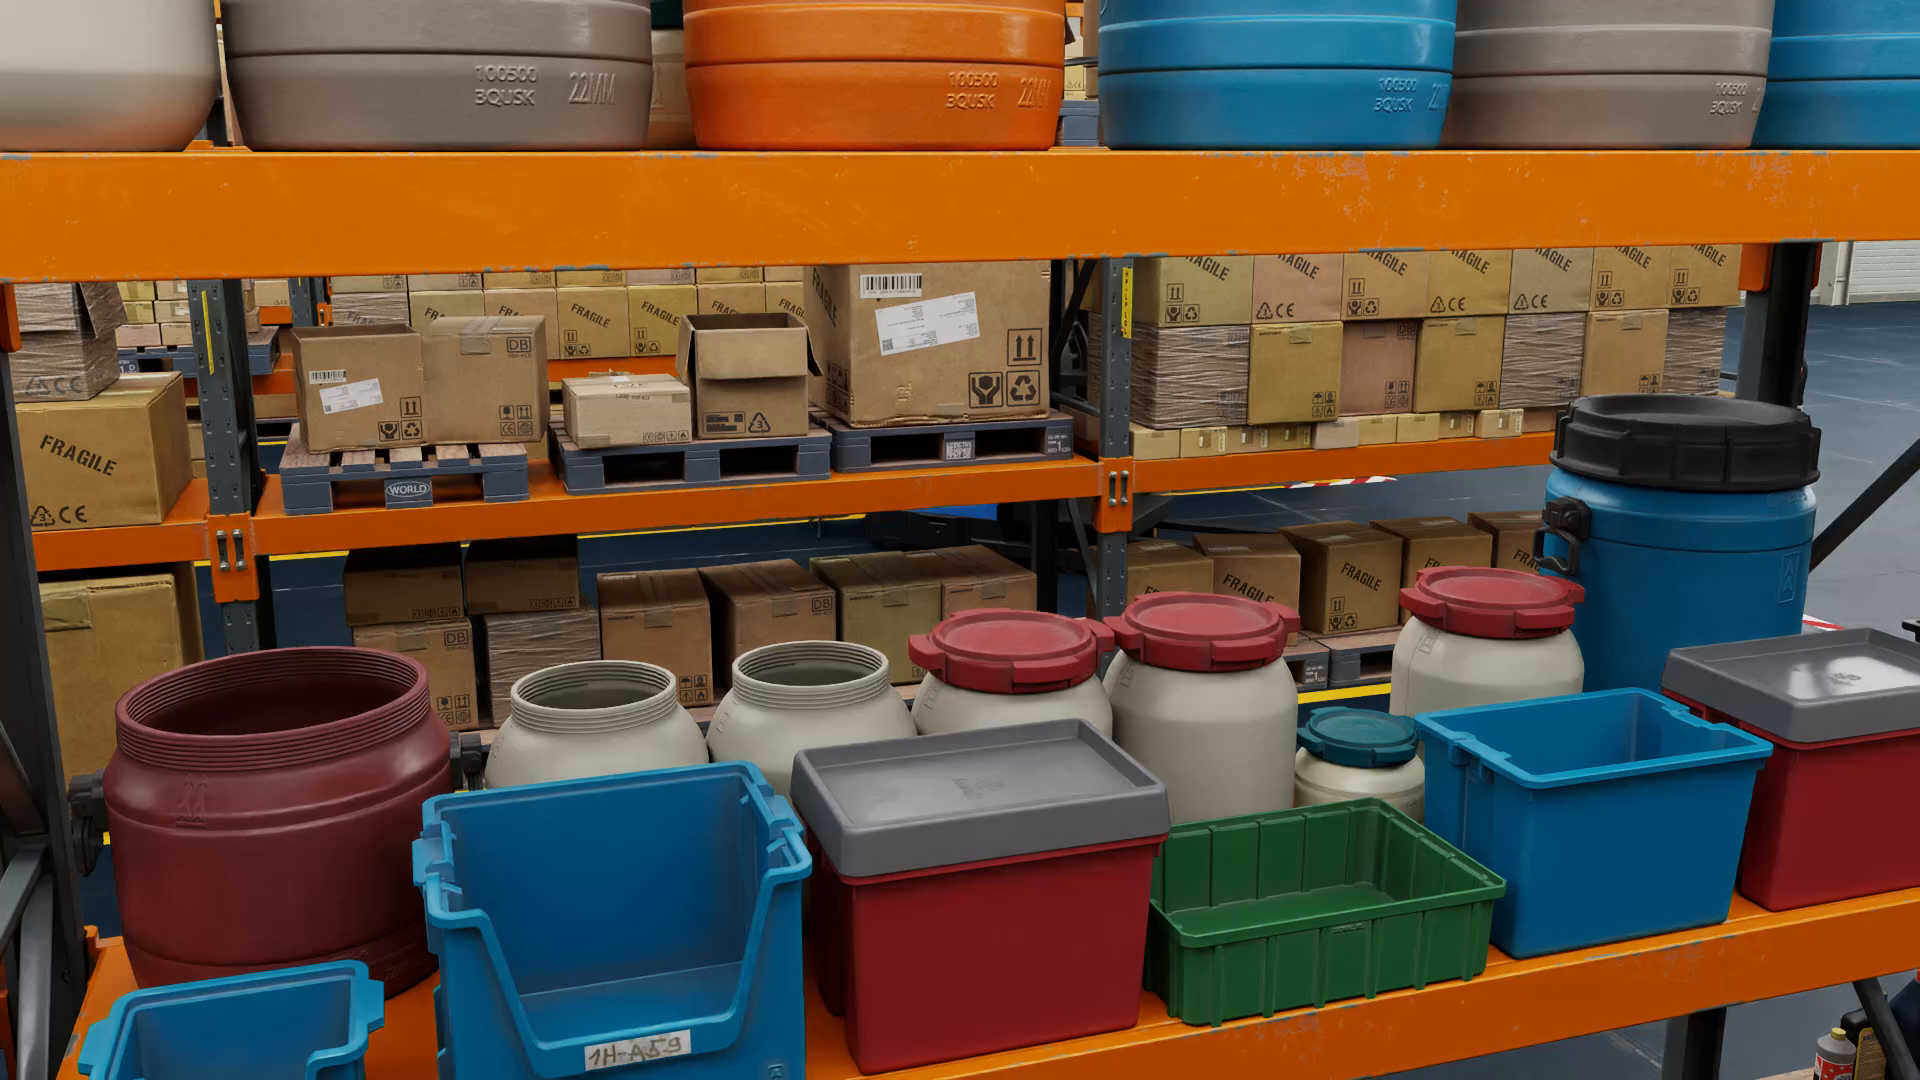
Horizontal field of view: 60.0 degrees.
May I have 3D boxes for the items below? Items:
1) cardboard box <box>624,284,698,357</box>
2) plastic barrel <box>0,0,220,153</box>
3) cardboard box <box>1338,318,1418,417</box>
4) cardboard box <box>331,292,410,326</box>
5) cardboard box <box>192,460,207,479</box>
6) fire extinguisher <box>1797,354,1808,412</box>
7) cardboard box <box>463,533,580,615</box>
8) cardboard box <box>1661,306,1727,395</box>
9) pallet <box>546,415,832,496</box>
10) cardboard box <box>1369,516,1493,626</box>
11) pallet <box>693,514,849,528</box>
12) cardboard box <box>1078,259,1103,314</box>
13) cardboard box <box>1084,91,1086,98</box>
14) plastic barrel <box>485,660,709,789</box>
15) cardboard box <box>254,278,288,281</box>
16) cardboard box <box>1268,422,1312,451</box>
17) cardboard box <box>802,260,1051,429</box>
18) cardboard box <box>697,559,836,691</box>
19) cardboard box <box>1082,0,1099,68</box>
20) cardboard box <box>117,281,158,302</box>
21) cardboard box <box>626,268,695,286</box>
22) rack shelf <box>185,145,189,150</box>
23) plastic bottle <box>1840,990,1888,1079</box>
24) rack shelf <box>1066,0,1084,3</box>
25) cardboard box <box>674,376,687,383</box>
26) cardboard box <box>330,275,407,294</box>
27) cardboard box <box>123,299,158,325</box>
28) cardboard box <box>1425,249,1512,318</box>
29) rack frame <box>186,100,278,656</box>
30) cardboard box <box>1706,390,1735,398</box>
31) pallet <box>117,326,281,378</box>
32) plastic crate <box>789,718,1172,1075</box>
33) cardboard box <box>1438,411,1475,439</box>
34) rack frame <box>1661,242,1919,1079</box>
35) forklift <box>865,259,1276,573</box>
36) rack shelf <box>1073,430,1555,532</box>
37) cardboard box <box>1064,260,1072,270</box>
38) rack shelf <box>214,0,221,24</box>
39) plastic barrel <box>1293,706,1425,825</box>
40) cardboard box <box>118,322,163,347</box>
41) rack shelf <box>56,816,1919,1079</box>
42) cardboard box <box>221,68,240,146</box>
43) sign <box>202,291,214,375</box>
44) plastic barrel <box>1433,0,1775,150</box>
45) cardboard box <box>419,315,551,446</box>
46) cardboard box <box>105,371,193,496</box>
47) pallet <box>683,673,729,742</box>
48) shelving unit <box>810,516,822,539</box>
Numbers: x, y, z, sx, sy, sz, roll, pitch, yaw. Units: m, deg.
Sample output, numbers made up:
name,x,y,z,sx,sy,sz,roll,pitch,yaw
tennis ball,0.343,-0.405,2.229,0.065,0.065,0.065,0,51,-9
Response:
name,x,y,z,sx,sy,sz,roll,pitch,yaw
cardboard box,-2.244,-1.653,12.394,0.500,0.500,0.500,-4,14,-17
plastic barrel,-1.210,-0.769,2.168,0.421,0.512,0.421,0,13,0
cardboard box,1.983,-0.982,8.930,0.500,0.500,0.875,-4,14,-18
cardboard box,-4.156,-1.503,11.765,0.500,0.500,0.500,-4,14,-17
cardboard box,-5.208,-0.363,11.682,0.500,0.500,0.500,-5,14,-18
fire extinguisher,4.656,-0.846,9.383,0.183,0.674,0.296,-4,14,-18
cardboard box,-2.056,0.154,7.843,0.500,0.250,0.500,-3,14,-12
cardboard box,3.871,-1.135,9.572,0.500,0.500,0.875,-4,14,-18
pallet,-1.318,-0.447,7.956,1.213,0.211,1.003,-4,14,-18
cardboard box,2.649,0.172,9.432,0.500,0.500,0.500,-3,14,-13
pallet,-1.584,-0.346,13.141,1.213,0.211,1.003,-4,14,-18
cardboard box,0.948,-1.454,8.754,0.500,0.500,0.500,-4,14,-18
cardboard box,1.019,-3.431,13.021,0.250,0.149,0.380,-4,14,-17
plastic barrel,-0.695,0.524,3.218,0.421,0.512,0.421,0,13,0
cardboard box,-6.720,-2.638,15.994,0.500,0.250,0.500,-5,14,-18
cardboard box,1.613,-0.569,8.596,0.250,0.149,0.380,-4,14,-18
cardboard box,-0.188,-1.149,8.287,1.000,1.000,1.000,-4,14,-18
cardboard box,-0.967,0.434,8.286,0.500,0.500,0.700,-6,15,-23
cardboard box,0.955,-2.666,8.446,0.500,0.500,0.500,-5,14,-20
cardboard box,-5.473,-1.678,11.066,0.250,0.149,0.380,-4,14,-16
cardboard box,-2.311,-2.198,12.523,0.500,0.500,0.700,-4,14,-18
rack shelf,-5.077,-1.347,6.397,4.000,0.370,1.077,-4,14,-18
plastic bottle,2.540,1.405,4.673,0.133,0.283,0.061,-4,14,-15
rack shelf,1.019,-4.298,13.183,4.000,0.370,1.077,-4,14,-18
cardboard box,-3.047,-1.741,17.751,0.625,0.372,0.950,-4,14,-17
cardboard box,-4.239,-2.047,11.889,0.500,0.500,0.700,-5,14,-18
cardboard box,-5.491,-1.531,11.091,0.250,0.149,0.380,-4,14,-17
cardboard box,2.535,-1.451,8.743,0.500,0.500,0.500,-4,14,-18
rack frame,-3.181,-0.386,7.281,0.127,3.000,1.000,-4,14,-18
cardboard box,4.197,-0.787,9.514,0.250,0.149,0.380,-4,14,-18
pallet,-5.309,-1.312,11.589,1.003,0.211,1.213,-4,14,-18
plastic crate,0.027,0.617,2.926,0.583,0.464,0.402,-4,14,-18
cardboard box,2.549,-0.650,8.938,0.250,0.149,0.380,-4,14,-18
rack frame,2.189,0.406,3.956,0.127,3.000,1.000,-4,14,-18
forklift,0.878,-1.324,11.377,3.031,2.935,1.130,6,15,24
rack shelf,2.505,-0.478,9.226,4.000,0.370,1.077,-4,14,-18
cardboard box,0.524,-2.470,13.386,0.550,0.550,0.875,-4,14,-18
rack shelf,-8.238,-4.785,15.234,4.000,0.370,1.077,-4,14,-18
plastic barrel,0.886,0.537,3.703,0.301,0.262,0.301,0,13,0
cardboard box,-5.468,-1.389,11.134,0.250,0.149,0.380,-4,14,-17
rack shelf,0.294,0.903,3.418,4.000,0.370,1.077,-4,14,-18
cardboard box,-5.128,-2.891,11.116,0.500,0.500,0.500,-4,14,-18
sign,-3.001,-0.827,6.637,0.005,0.325,0.100,-4,14,-18
plastic barrel,1.157,-1.164,2.990,0.600,0.901,0.600,0,13,0
cardboard box,-2.185,-0.750,7.691,0.500,0.500,0.700,-2,14,-10
cardboard box,-3.729,-0.458,7.370,0.500,0.500,0.500,-4,14,-16
pallet,-1.286,0.825,8.220,1.213,0.211,1.003,-4,14,-18
shelving unit,-0.839,-1.089,12.182,0.503,2.100,0.431,-4,14,-15
